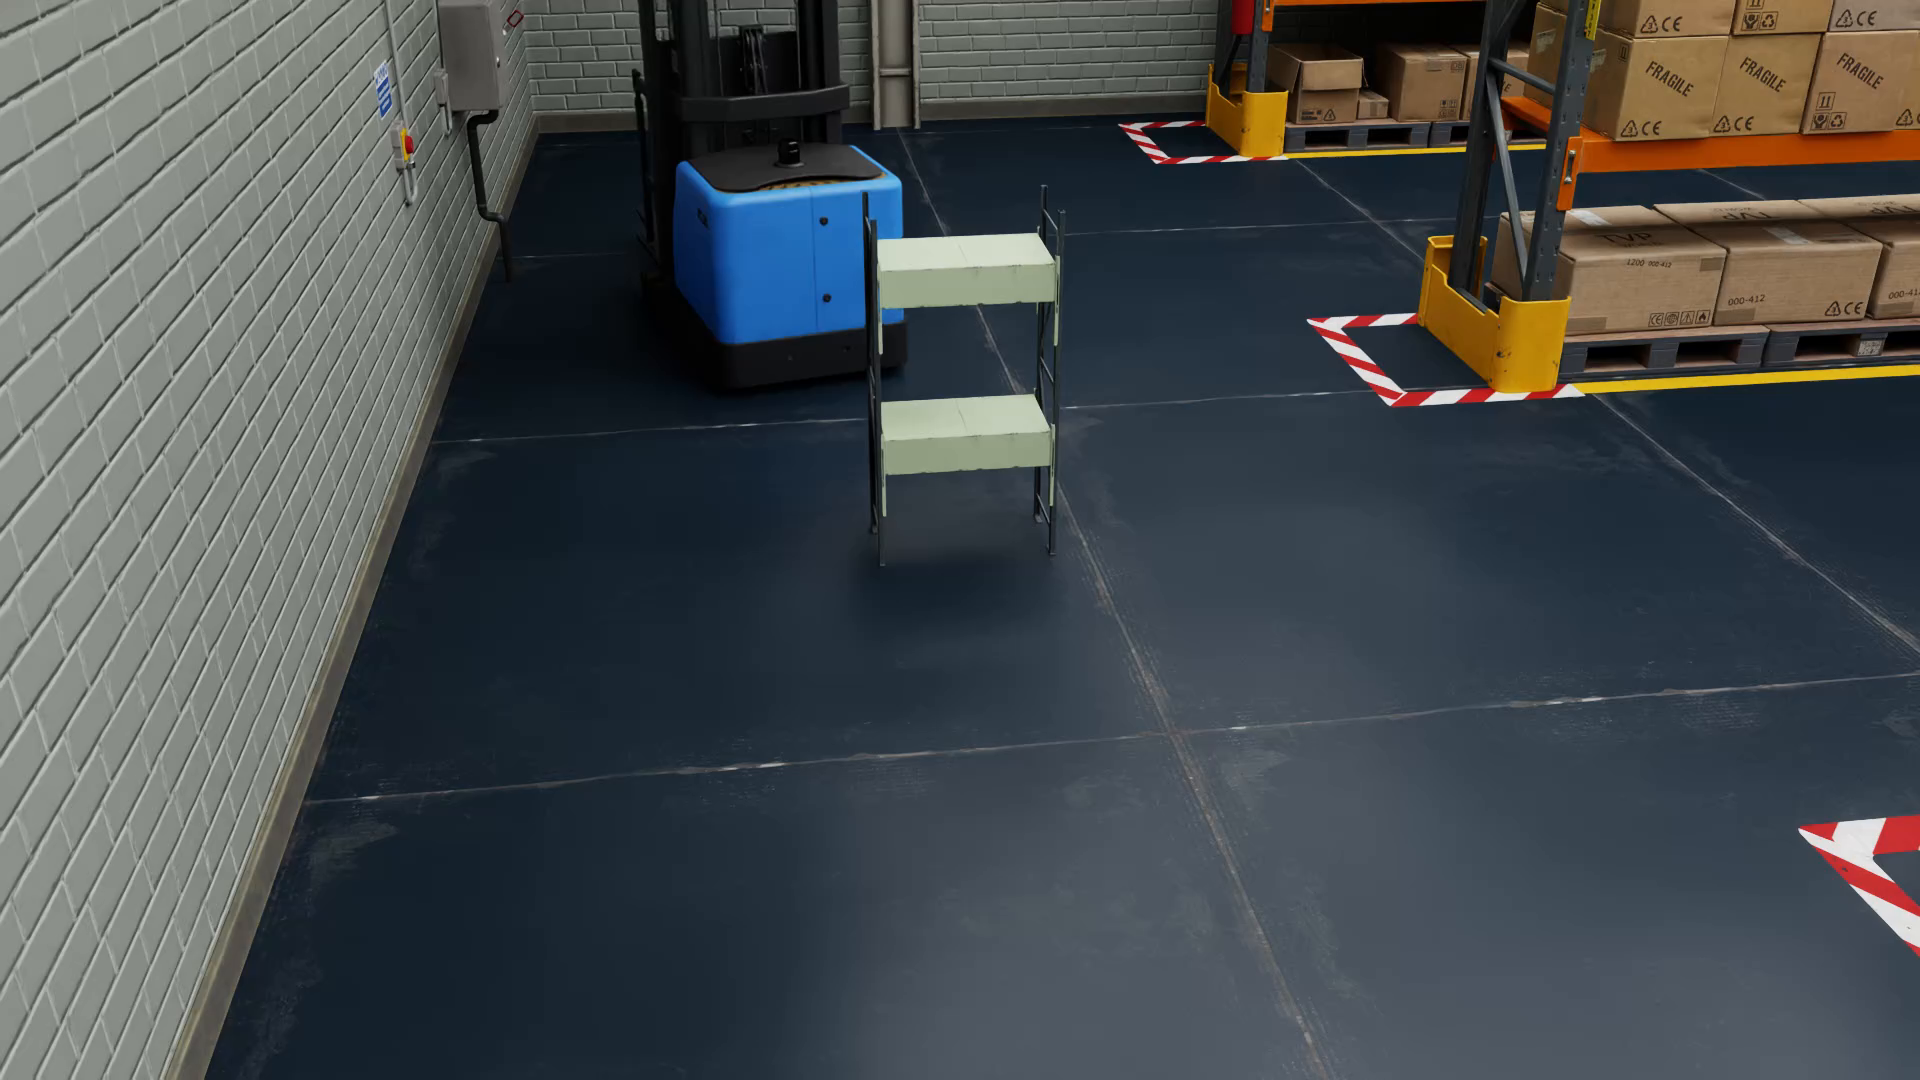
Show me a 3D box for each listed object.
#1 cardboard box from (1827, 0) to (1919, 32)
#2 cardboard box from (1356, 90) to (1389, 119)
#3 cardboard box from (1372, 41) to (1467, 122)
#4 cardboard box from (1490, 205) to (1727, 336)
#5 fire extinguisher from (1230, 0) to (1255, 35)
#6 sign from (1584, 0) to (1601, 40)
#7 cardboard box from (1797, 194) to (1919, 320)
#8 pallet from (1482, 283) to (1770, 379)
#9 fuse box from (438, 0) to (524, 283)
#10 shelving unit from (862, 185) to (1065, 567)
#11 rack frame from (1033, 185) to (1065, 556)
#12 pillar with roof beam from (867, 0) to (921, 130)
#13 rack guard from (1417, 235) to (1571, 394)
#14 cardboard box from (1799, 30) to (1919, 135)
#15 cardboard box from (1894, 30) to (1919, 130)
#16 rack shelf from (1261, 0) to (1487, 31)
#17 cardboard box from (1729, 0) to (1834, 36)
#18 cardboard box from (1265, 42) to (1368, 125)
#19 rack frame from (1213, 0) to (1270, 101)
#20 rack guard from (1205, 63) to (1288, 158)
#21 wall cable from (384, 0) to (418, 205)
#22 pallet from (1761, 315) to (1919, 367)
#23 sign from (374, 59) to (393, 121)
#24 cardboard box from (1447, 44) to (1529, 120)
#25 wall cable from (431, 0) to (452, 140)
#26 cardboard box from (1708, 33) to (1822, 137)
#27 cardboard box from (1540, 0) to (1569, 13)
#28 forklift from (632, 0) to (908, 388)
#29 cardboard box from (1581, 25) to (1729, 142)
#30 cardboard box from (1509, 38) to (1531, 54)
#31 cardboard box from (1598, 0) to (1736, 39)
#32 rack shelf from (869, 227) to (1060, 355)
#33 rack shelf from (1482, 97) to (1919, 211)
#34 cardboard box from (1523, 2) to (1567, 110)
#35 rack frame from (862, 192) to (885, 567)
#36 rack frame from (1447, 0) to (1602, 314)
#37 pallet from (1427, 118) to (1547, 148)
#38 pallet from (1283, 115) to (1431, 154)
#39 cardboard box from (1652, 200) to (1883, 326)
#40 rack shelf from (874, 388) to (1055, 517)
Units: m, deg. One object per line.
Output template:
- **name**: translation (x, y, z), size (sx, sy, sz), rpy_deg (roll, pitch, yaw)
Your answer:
- **cardboard box**: translation (4.476, -2.842, 8.297), size (0.500, 0.500, 0.500), rpy_deg (-4, 27, -8)
- **cardboard box**: translation (3.291, -3.546, 13.538), size (0.250, 0.149, 0.380), rpy_deg (-5, 28, -9)
- **cardboard box**: translation (3.717, -3.729, 13.511), size (0.500, 0.500, 0.700), rpy_deg (-3, 27, -5)
- **cardboard box**: translation (3.581, -1.512, 9.258), size (0.875, 0.438, 0.875), rpy_deg (-5, 28, -9)
- **fire extinguisher**: translation (2.165, -4.203, 12.649), size (0.183, 0.674, 0.296), rpy_deg (-4, 27, -7)
- **sign**: translation (3.013, -2.547, 7.894), size (0.005, 0.325, 0.100), rpy_deg (-4, 27, -7)
- **cardboard box**: translation (5.380, -1.631, 9.489), size (0.875, 0.438, 0.875), rpy_deg (-4, 27, -9)
- **pallet**: translation (3.723, -1.224, 9.404), size (1.213, 0.211, 1.003), rpy_deg (-4, 27, -7)
- **fuse box**: translation (-2.787, -2.395, 10.043), size (0.414, 1.711, 0.539), rpy_deg (-4, 27, -7)
- **shelving unit**: translation (0.007, -0.668, 6.908), size (0.755, 1.500, 0.431), rpy_deg (-4, 27, -7)
- **rack frame**: translation (0.369, -0.691, 6.954), size (0.023, 1.500, 0.400), rpy_deg (-4, 27, -7)
- **pillar with roof beam**: translation (0.051, -5.581, 8.269), size (0.400, 9.000, 9.100), rpy_deg (-4, 27, -7)
- **rack guard**: translation (2.918, -1.265, 9.167), size (0.348, 0.500, 1.175), rpy_deg (-4, 27, -7)
- **cardboard box**: translation (4.460, -2.392, 8.517), size (0.500, 0.500, 0.500), rpy_deg (-4, 27, -7)
- **cardboard box**: translation (4.954, -2.432, 8.594), size (0.500, 0.500, 0.500), rpy_deg (-3, 27, -5)
- **rack shelf**: translation (4.227, -4.429, 13.384), size (4.000, 0.370, 1.077), rpy_deg (-4, 27, -7)
- **cardboard box**: translation (3.967, -2.805, 8.227), size (0.500, 0.500, 0.500), rpy_deg (-4, 27, -9)
- **cardboard box**: translation (2.865, -3.694, 13.438), size (0.637, 0.503, 0.797), rpy_deg (-5, 28, -9)
- **rack frame**: translation (2.246, -4.622, 12.972), size (0.127, 3.000, 1.000), rpy_deg (-4, 27, -7)
- **rack guard**: translation (2.322, -3.515, 13.552), size (0.348, 0.500, 1.175), rpy_deg (-4, 27, -7)
- **wall cable**: translation (-2.639, -2.475, 7.640), size (0.123, 1.953, 0.585), rpy_deg (-4, 27, -7)
- **pallet**: translation (4.928, -1.300, 9.552), size (1.213, 0.211, 1.003), rpy_deg (-4, 27, -7)
- **sign**: translation (-2.693, -2.103, 7.768), size (0.001, 0.218, 0.327), rpy_deg (-4, 27, -7)
- **cardboard box**: translation (4.255, -3.718, 13.488), size (0.500, 0.500, 0.500), rpy_deg (-3, 27, -6)
- **wall cable**: translation (-2.848, -3.101, 8.896), size (0.122, 1.984, 0.588), rpy_deg (-4, 27, -7)
- **cardboard box**: translation (3.954, -2.368, 8.470), size (0.500, 0.500, 0.500), rpy_deg (-4, 27, -8)
- **cardboard box**: translation (3.386, -3.006, 8.618), size (0.500, 0.500, 0.500), rpy_deg (-3, 27, -5)
- **forklift**: translation (-1.291, -2.743, 9.385), size (1.130, 2.935, 3.031), rpy_deg (-10, 29, -19)
- **cardboard box**: translation (3.457, -2.323, 8.383), size (0.500, 0.500, 0.500), rpy_deg (-4, 27, -8)
- **cardboard box**: translation (4.745, -3.795, 13.639), size (0.500, 0.500, 0.700), rpy_deg (-5, 28, -9)
- **cardboard box**: translation (3.457, -2.769, 8.157), size (0.500, 0.500, 0.500), rpy_deg (-4, 27, -8)
- **rack shelf**: translation (0.007, -1.015, 6.730), size (0.720, 0.370, 0.431), rpy_deg (-4, 27, -7)
- **rack shelf**: translation (4.922, -2.185, 9.011), size (4.000, 0.370, 1.077), rpy_deg (-4, 27, -7)
- **cardboard box**: translation (3.382, -2.573, 8.869), size (0.500, 0.500, 0.500), rpy_deg (-4, 27, -7)
- **rack frame**: translation (-0.356, -0.644, 6.863), size (0.023, 1.500, 0.400), rpy_deg (-4, 27, -7)
- **rack frame**: translation (2.942, -2.378, 8.599), size (0.127, 3.000, 1.000), rpy_deg (-4, 27, -7)
- **pallet**: translation (4.316, -3.513, 13.866), size (1.213, 0.211, 1.003), rpy_deg (-4, 27, -7)
- **pallet**: translation (3.111, -3.437, 13.718), size (1.213, 0.211, 1.003), rpy_deg (-4, 27, -7)
- **cardboard box**: translation (4.486, -1.574, 9.379), size (0.875, 0.438, 0.875), rpy_deg (-3, 27, -6)
- **rack shelf**: translation (0.007, -0.378, 7.057), size (0.720, 0.370, 0.431), rpy_deg (-4, 27, -7)
